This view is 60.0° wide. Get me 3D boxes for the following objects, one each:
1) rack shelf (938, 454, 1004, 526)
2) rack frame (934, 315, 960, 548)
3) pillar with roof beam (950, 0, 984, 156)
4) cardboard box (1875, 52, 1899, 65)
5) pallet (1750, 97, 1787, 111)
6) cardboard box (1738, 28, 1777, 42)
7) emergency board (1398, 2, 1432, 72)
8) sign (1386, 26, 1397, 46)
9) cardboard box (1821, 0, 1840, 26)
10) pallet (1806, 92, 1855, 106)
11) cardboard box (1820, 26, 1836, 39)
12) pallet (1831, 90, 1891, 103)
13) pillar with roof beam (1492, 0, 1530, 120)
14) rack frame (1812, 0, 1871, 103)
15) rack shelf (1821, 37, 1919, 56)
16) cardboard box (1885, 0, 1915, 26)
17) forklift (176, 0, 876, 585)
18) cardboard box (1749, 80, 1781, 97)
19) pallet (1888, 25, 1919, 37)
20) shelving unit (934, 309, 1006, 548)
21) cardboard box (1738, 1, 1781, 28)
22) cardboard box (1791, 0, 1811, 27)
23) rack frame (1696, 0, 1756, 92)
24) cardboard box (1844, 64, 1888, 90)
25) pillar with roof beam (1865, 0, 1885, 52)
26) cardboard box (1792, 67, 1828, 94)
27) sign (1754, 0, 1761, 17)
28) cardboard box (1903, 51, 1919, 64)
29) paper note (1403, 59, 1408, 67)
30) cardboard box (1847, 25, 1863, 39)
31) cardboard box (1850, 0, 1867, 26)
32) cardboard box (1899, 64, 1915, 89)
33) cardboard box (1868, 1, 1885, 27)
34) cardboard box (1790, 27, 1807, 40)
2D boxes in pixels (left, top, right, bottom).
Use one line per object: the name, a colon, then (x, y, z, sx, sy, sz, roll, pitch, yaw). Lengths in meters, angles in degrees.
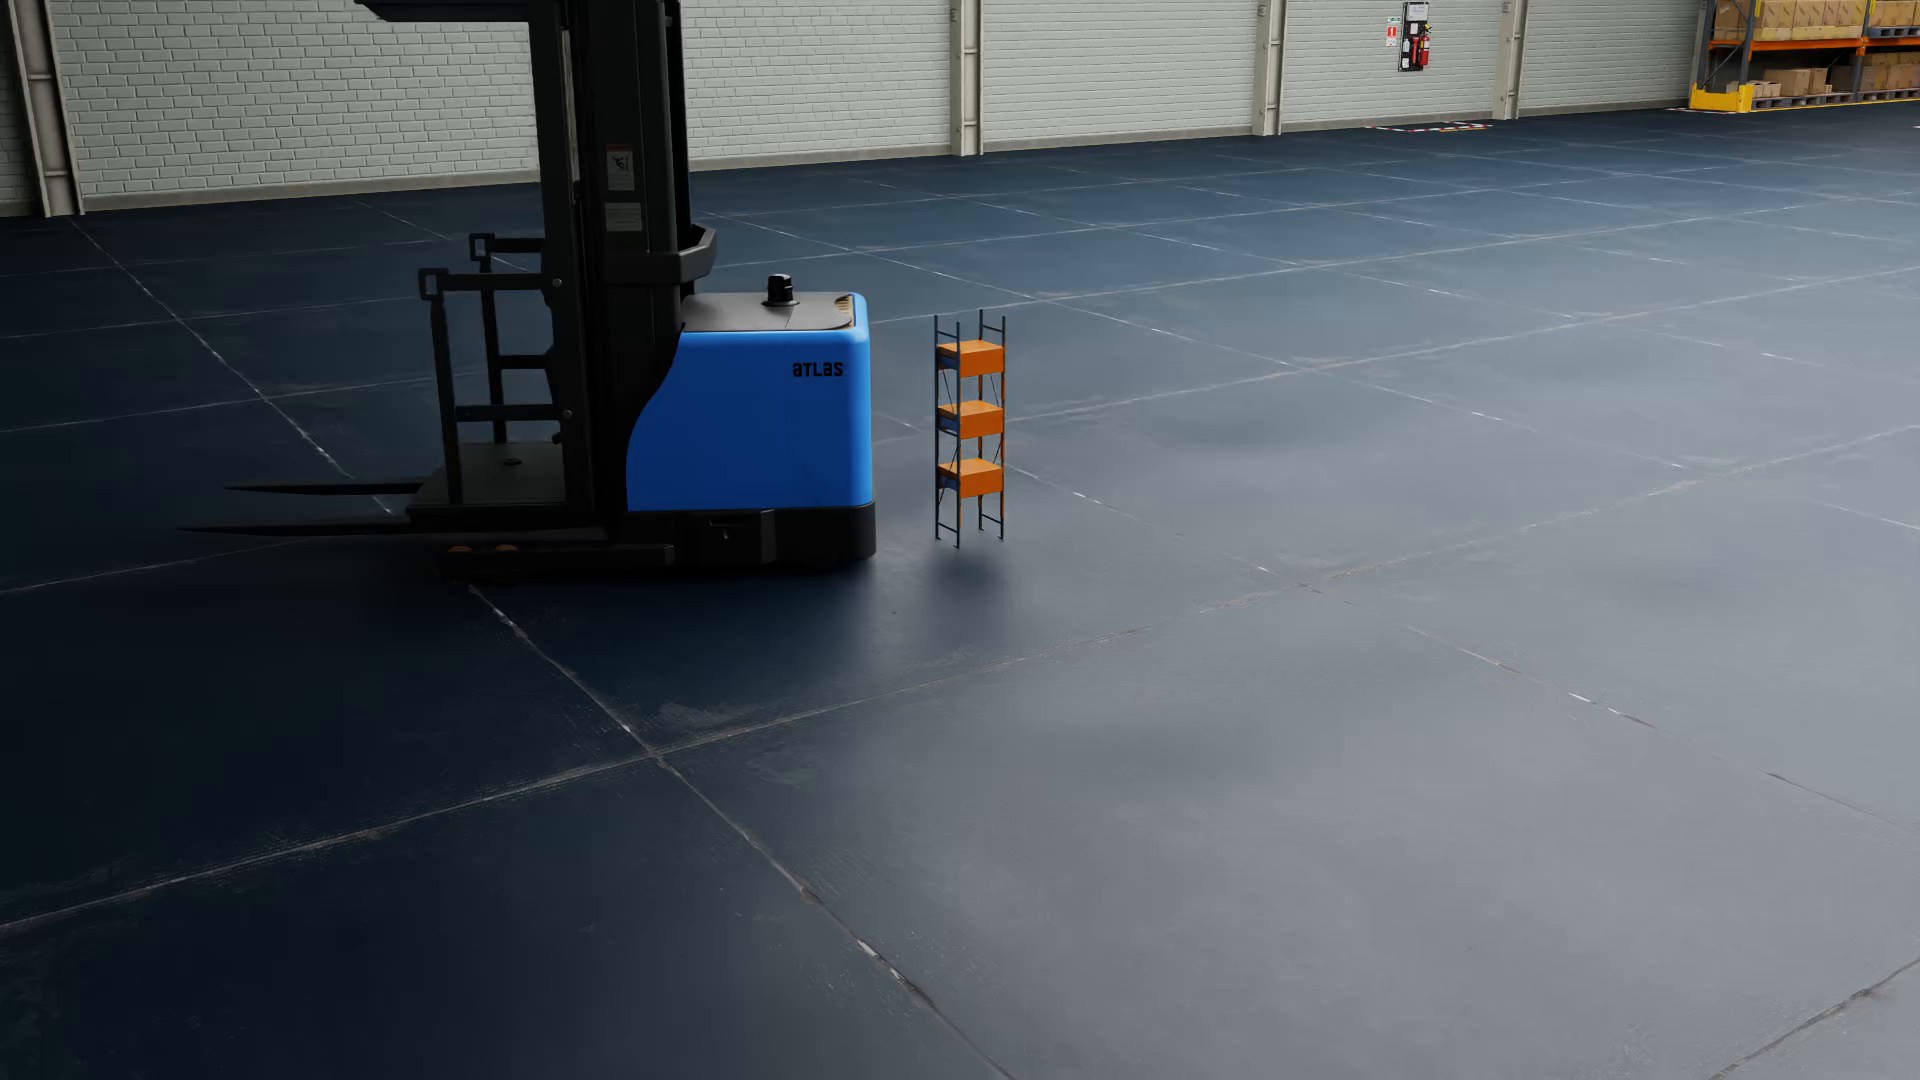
rack shelf: (0.045, -0.233, 7.697, 0.240, 0.259, 0.215, -12, 22, -31)
rack frame: (-0.057, -0.485, 7.541, 0.008, 1.050, 0.200, -12, 22, -31)
pillar with roof beam: (2.465, -8.830, 19.813, 0.400, 9.000, 9.100, -12, 22, -31)
cardboard box: (19.766, -10.345, 35.706, 0.500, 0.250, 0.500, -13, 22, -33)
pallet: (15.783, -8.782, 33.391, 1.213, 0.211, 1.003, -12, 22, -31)
cardboard box: (15.604, -9.895, 32.533, 0.500, 0.250, 0.500, -13, 22, -33)
emergency board: (8.034, -8.828, 29.175, 0.643, 1.169, 0.194, -12, 22, -31)
sign: (7.516, -8.775, 28.963, 0.234, 0.329, 0.001, -12, 22, -31)
cardboard box: (17.297, -10.613, 33.485, 0.500, 0.500, 0.500, -13, 22, -33)
pallet: (17.821, -9.211, 34.662, 1.213, 0.211, 1.003, -12, 22, -31)
cardboard box: (17.301, -10.256, 33.600, 0.500, 0.250, 0.500, -12, 22, -32)
pallet: (19.012, -9.477, 35.447, 1.213, 0.211, 1.003, -12, 22, -31)
pillar with roof beam: (12.487, -10.944, 26.065, 0.400, 9.000, 9.100, -12, 22, -31)
rack frame: (18.362, -10.660, 34.593, 0.127, 3.000, 1.000, -12, 22, -31)
rack shelf: (20.033, -10.672, 35.751, 4.000, 0.370, 1.077, -12, 22, -31)
cardboard box: (19.809, -11.217, 35.398, 0.500, 0.500, 0.700, -9, 21, -24)
forklift: (-1.914, -1.370, 7.220, 3.031, 2.935, 1.130, -1, 19, -4)
cardboard box: (16.125, -9.088, 33.456, 0.500, 0.311, 0.500, -10, 21, -27)
pallet: (20.072, -10.914, 35.644, 1.213, 0.211, 1.003, -12, 22, -31)
shelving unit: (0.045, -0.507, 7.605, 0.252, 1.050, 0.215, -12, 22, -31)
cardboard box: (15.585, -10.253, 32.421, 0.500, 0.500, 0.500, -12, 22, -31)
cardboard box: (16.439, -10.427, 32.935, 0.500, 0.500, 0.500, -13, 22, -33)
rack frame: (15.021, -9.956, 32.509, 0.127, 3.000, 1.000, -12, 22, -31)
cardboard box: (19.372, -9.923, 35.629, 0.500, 0.500, 0.700, -12, 22, -32)
pillar with roof beam: (22.509, -13.058, 32.318, 0.400, 9.000, 9.100, -12, 22, -31)
cardboard box: (17.517, -9.491, 34.351, 0.500, 0.500, 0.500, -14, 23, -35)
sign: (15.320, -10.221, 31.941, 0.005, 0.325, 0.100, -12, 22, -31)
cardboard box: (20.620, -10.520, 36.223, 0.500, 0.250, 0.500, -11, 22, -30)
paper note: (7.849, -8.398, 29.278, 0.142, 0.148, 0.016, -12, 22, -31)
cardboard box: (18.133, -10.434, 34.128, 0.500, 0.250, 0.500, -12, 22, -31)
cardboard box: (18.137, -10.788, 34.003, 0.500, 0.500, 0.500, -12, 22, -32)
cardboard box: (20.237, -10.093, 36.133, 0.500, 0.500, 0.700, -12, 22, -32)
cardboard box: (18.806, -10.996, 34.745, 0.500, 0.500, 0.700, -12, 22, -31)
cardboard box: (16.458, -10.078, 33.076, 0.500, 0.250, 0.500, -12, 22, -32)
